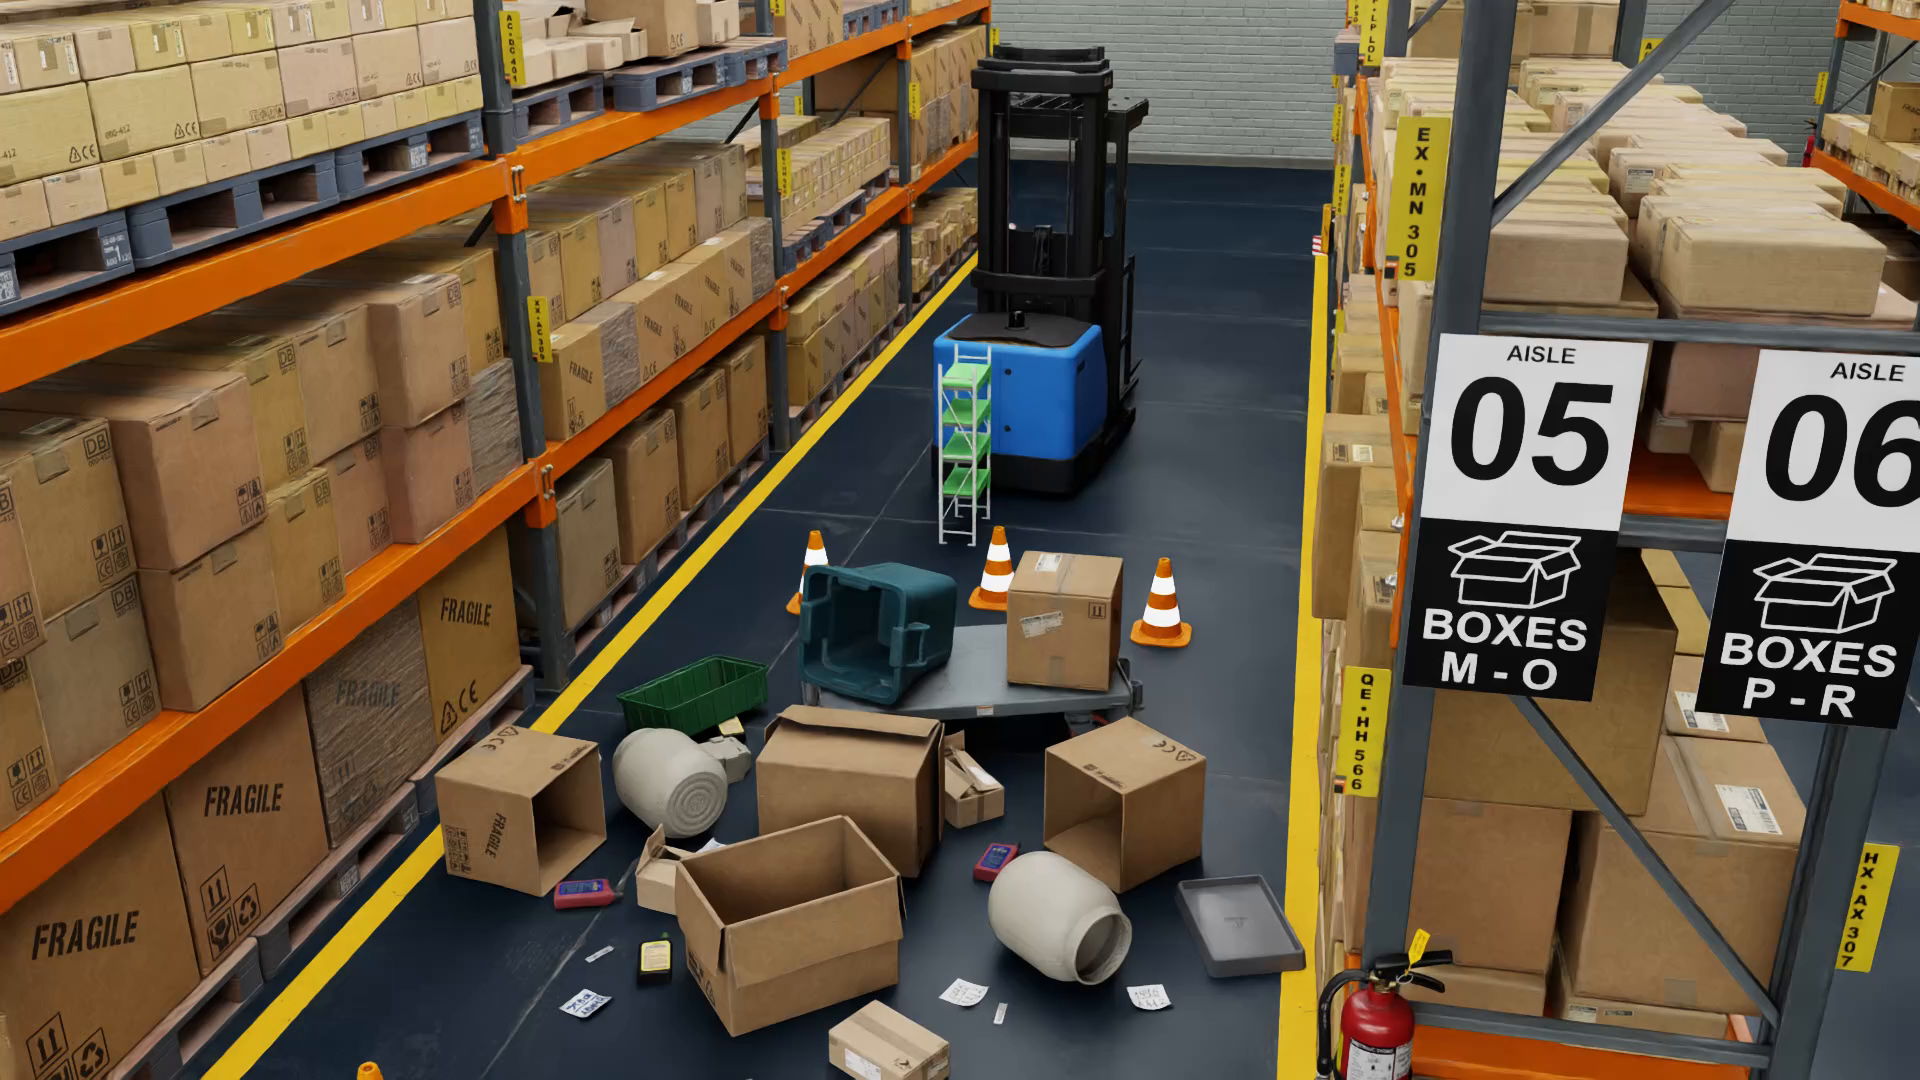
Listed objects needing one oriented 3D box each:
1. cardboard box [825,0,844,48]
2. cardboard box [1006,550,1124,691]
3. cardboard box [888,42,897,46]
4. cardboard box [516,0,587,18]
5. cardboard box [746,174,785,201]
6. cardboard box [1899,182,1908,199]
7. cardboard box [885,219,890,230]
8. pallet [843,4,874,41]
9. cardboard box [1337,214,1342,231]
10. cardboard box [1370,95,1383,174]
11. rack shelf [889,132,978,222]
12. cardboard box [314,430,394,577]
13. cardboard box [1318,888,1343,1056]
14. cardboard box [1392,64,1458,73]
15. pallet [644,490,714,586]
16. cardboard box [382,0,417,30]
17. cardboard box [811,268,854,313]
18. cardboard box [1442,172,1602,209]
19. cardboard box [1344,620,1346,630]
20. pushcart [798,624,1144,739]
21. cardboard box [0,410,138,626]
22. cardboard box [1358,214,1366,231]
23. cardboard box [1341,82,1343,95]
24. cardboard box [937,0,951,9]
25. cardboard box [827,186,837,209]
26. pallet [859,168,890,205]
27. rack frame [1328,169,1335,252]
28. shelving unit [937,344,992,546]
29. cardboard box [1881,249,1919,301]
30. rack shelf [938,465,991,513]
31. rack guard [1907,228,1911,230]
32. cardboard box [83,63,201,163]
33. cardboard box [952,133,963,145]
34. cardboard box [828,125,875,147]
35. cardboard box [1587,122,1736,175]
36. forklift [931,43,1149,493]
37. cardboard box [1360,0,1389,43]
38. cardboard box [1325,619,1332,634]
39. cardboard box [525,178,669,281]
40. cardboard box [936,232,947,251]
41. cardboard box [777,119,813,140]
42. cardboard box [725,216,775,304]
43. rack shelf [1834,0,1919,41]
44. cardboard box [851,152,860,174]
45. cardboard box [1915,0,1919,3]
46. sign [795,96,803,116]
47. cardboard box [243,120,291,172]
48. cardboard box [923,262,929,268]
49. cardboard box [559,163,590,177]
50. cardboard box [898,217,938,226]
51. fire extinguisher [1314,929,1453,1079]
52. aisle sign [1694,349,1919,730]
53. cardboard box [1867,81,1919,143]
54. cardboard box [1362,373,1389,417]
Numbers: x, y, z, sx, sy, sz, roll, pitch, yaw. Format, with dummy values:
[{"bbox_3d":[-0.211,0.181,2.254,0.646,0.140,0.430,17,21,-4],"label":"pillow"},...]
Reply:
[{"bbox_3d":[-1.212,-4.088,12.840,0.500,0.500,0.500,4,22,11],"label":"cardboard box"},{"bbox_3d":[0.521,0.392,8.198,0.500,0.500,0.500,4,22,11],"label":"cardboard box"},{"bbox_3d":[-0.915,-4.774,16.822,0.500,0.500,0.500,5,22,12],"label":"cardboard box"},{"bbox_3d":[-2.351,-3.067,9.862,0.500,0.311,0.500,4,22,10],"label":"cardboard box"},{"bbox_3d":[-1.496,-2.605,12.285,0.380,0.149,0.250,4,22,11],"label":"cardboard box"},{"bbox_3d":[8.721,-3.147,14.990,0.380,0.149,0.250,5,22,12],"label":"cardboard box"},{"bbox_3d":[-0.953,-3.339,17.586,0.380,0.149,0.250,4,22,9],"label":"cardboard box"},{"bbox_3d":[-1.404,-4.265,13.664,1.213,0.211,1.003,4,22,11],"label":"pallet"},{"bbox_3d":[3.121,-2.490,12.553,0.500,0.250,0.500,4,22,10],"label":"cardboard box"},{"bbox_3d":[1.911,-1.611,6.627,0.500,0.250,0.500,4,22,10],"label":"cardboard box"},{"bbox_3d":[-0.557,-3.956,17.623,1.077,0.370,4.000,4,22,11],"label":"rack shelf"},{"bbox_3d":[-2.976,-0.174,7.071,0.875,0.550,0.550,4,22,11],"label":"cardboard box"},{"bbox_3d":[1.464,1.400,5.477,0.500,0.500,0.500,5,23,13],"label":"cardboard box"},{"bbox_3d":[1.861,-1.749,6.434,0.380,0.149,0.250,5,23,13],"label":"cardboard box"},{"bbox_3d":[-2.267,-0.074,10.755,1.003,0.211,1.213,4,22,11],"label":"pallet"},{"bbox_3d":[-2.463,-2.176,6.799,0.380,0.149,0.250,4,22,11],"label":"cardboard box"},{"bbox_3d":[-1.186,-2.077,13.776,0.500,0.250,0.500,5,22,11],"label":"cardboard box"},{"bbox_3d":[1.357,-0.806,4.093,0.380,0.149,0.250,4,22,10],"label":"cardboard box"},{"bbox_3d":[1.712,0.032,6.228,0.500,0.500,0.500,4,22,10],"label":"cardboard box"},{"bbox_3d":[0.027,0.769,8.439,1.648,0.377,0.936,-3,22,-8],"label":"pushcart"},{"bbox_3d":[-3.278,-0.081,5.392,0.875,0.550,0.550,4,22,11],"label":"cardboard box"},{"bbox_3d":[2.566,-1.601,9.720,0.500,0.500,0.500,5,22,12],"label":"cardboard box"},{"bbox_3d":[4.044,-4.476,16.480,0.500,0.500,0.500,5,22,11],"label":"cardboard box"},{"bbox_3d":[-0.393,-5.402,16.436,0.500,0.250,0.500,5,23,13],"label":"cardboard box"},{"bbox_3d":[-1.224,-2.807,13.581,0.380,0.149,0.250,5,22,12],"label":"cardboard box"},{"bbox_3d":[-1.263,-3.200,15.042,1.003,0.211,1.213,4,22,11],"label":"pallet"},{"bbox_3d":[4.718,-4.680,18.460,1.000,3.000,0.127,4,22,11],"label":"rack frame"},{"bbox_3d":[0.034,-0.617,10.780,0.258,1.200,0.503,4,22,11],"label":"shelving unit"},{"bbox_3d":[8.936,-2.433,15.663,0.700,0.500,0.500,4,22,9],"label":"cardboard box"},{"bbox_3d":[0.034,-0.335,10.893,0.258,0.148,0.480,4,22,11],"label":"rack shelf"},{"bbox_3d":[9.562,-3.116,17.922,1.175,0.500,0.348,4,22,11],"label":"rack guard"},{"bbox_3d":[-2.859,-1.397,5.400,0.500,0.250,0.500,4,22,10],"label":"cardboard box"},{"bbox_3d":[-0.174,-4.393,18.083,0.380,0.149,0.250,3,22,9],"label":"cardboard box"},{"bbox_3d":[-0.964,-3.558,14.650,0.380,0.149,0.250,4,22,9],"label":"cardboard box"},{"bbox_3d":[2.066,-1.142,4.928,0.380,0.149,0.250,5,22,12],"label":"cardboard box"},{"bbox_3d":[0.742,-2.202,12.397,1.130,2.935,3.031,7,23,17],"label":"forklift"},{"bbox_3d":[3.015,-3.538,10.908,0.797,0.503,0.637,3,22,8],"label":"cardboard box"},{"bbox_3d":[2.517,0.277,9.105,0.950,0.372,0.625,6,23,14],"label":"cardboard box"},{"bbox_3d":[-2.191,-1.882,10.039,0.700,0.500,0.500,4,22,10],"label":"cardboard box"},{"bbox_3d":[-0.349,-3.152,17.522,0.380,0.149,0.250,4,22,11],"label":"cardboard box"},{"bbox_3d":[-1.546,-3.701,15.005,0.380,0.149,0.250,5,22,12],"label":"cardboard box"},{"bbox_3d":[-1.610,-1.956,11.562,0.500,0.500,0.500,4,22,11],"label":"cardboard box"},{"bbox_3d":[9.170,-4.630,15.281,1.077,0.370,4.000,4,22,11],"label":"rack shelf"},{"bbox_3d":[-1.065,-3.231,14.237,0.380,0.149,0.250,3,22,8],"label":"cardboard box"},{"bbox_3d":[8.826,-4.873,14.726,0.500,0.250,0.500,5,22,12],"label":"cardboard box"},{"bbox_3d":[-1.498,-3.998,15.607,0.100,0.325,0.005,4,22,11],"label":"sign"},{"bbox_3d":[-2.669,-1.432,6.020,0.380,0.149,0.250,4,22,11],"label":"cardboard box"},{"bbox_3d":[-0.522,-2.731,16.874,0.380,0.149,0.250,4,22,11],"label":"cardboard box"},{"bbox_3d":[-5.036,-4.405,20.058,0.875,0.875,0.875,4,22,11],"label":"cardboard box"},{"bbox_3d":[-0.437,-3.299,17.487,0.380,0.149,0.250,4,22,9],"label":"cardboard box"},{"bbox_3d":[0.978,1.214,3.928,0.296,0.674,0.183,4,22,11],"label":"fire extinguisher"},{"bbox_3d":[1.744,0.012,3.330,0.394,0.787,0.004,4,22,11],"label":"aisle sign"},{"bbox_3d":[8.916,-4.026,15.633,0.500,0.500,0.500,5,22,12],"label":"cardboard box"},{"bbox_3d":[1.695,-0.231,5.542,0.700,0.500,0.500,4,22,11],"label":"cardboard box"}]
